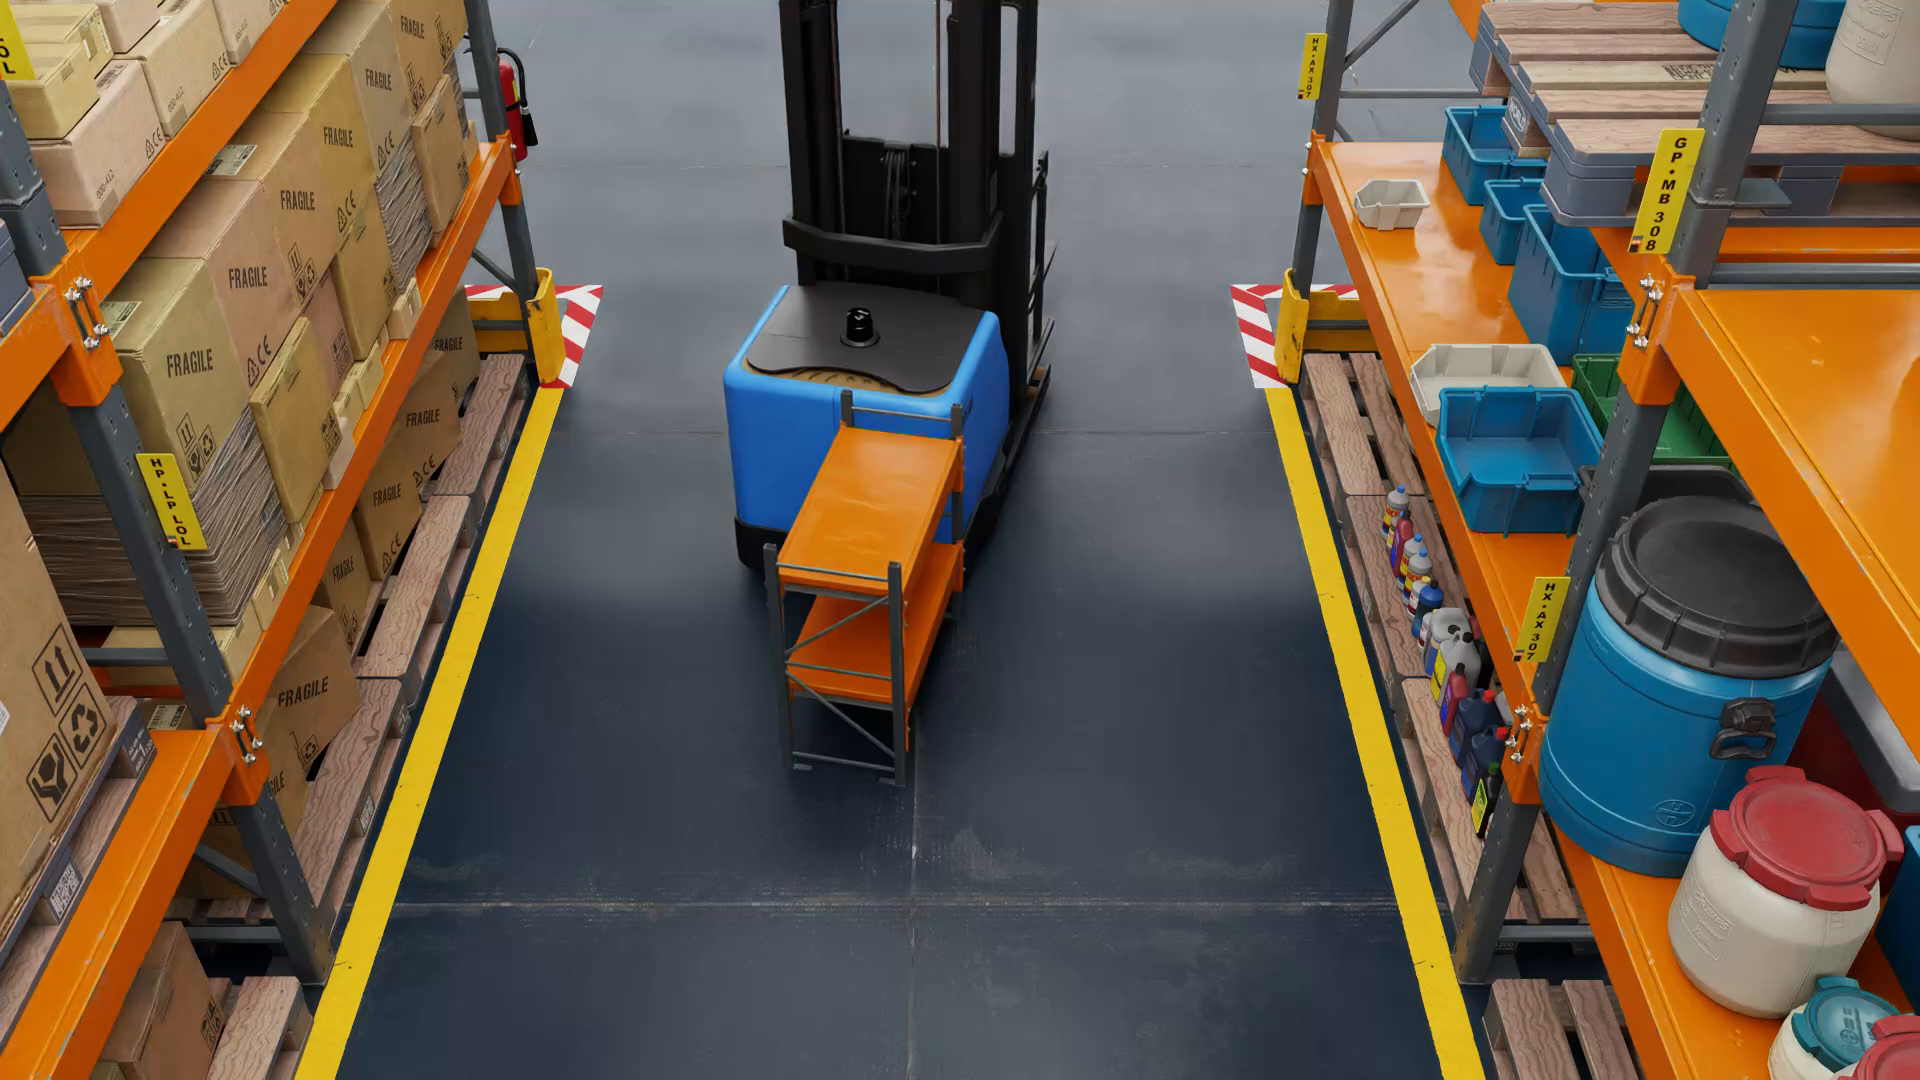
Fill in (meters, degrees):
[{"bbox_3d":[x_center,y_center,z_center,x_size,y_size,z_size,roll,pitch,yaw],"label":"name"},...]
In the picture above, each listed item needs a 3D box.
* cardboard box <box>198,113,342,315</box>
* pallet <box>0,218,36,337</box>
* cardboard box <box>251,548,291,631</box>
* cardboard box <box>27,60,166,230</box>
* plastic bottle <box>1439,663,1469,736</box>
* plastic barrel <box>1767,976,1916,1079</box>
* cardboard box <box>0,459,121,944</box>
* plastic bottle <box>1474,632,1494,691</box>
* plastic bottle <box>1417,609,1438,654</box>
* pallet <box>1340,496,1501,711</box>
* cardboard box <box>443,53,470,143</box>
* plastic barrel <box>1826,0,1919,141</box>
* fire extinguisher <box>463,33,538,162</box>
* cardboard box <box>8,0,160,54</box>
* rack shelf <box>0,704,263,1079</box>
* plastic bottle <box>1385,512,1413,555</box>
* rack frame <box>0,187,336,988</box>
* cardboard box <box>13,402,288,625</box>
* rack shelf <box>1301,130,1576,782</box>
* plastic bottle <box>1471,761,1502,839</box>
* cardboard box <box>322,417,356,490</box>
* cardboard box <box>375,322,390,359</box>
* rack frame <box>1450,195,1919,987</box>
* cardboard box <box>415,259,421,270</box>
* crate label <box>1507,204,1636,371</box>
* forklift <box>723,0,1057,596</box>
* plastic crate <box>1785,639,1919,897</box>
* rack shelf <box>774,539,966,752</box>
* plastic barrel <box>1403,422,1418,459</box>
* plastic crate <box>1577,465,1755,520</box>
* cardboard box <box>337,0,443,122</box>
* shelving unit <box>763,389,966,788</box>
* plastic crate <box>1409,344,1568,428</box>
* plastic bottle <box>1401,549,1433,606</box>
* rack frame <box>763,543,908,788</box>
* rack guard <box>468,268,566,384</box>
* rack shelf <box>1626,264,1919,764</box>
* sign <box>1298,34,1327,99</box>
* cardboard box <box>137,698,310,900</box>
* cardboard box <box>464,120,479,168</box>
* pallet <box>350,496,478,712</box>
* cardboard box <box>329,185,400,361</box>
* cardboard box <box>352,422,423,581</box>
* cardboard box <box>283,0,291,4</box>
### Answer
[{"bbox_3d":[-2.461,-1.100,5.607,0.500,0.500,0.500,0,39,0],"label":"cardboard box"},{"bbox_3d":[-2.818,-0.359,3.551,1.213,0.211,1.003,0,39,0],"label":"pallet"},{"bbox_3d":[-2.399,0.159,5.354,0.380,0.149,0.250,0,39,0],"label":"cardboard box"},{"bbox_3d":[-2.457,-1.042,4.373,0.500,0.250,0.500,-1,39,-2],"label":"cardboard box"},{"bbox_3d":[1.910,0.612,6.408,0.061,0.283,0.133,2,39,3],"label":"plastic bottle"},{"bbox_3d":[2.089,1.230,3.927,0.301,0.262,0.301,0,39,0],"label":"plastic barrel"},{"bbox_3d":[-2.851,0.451,3.973,1.000,1.000,1.000,0,39,0],"label":"cardboard box"},{"bbox_3d":[2.054,0.496,6.553,0.061,0.283,0.133,0,39,0],"label":"plastic bottle"},{"bbox_3d":[1.927,0.369,6.777,0.097,0.201,0.097,0,39,0],"label":"plastic bottle"},{"bbox_3d":[2.277,0.252,7.267,1.003,0.211,1.213,0,39,0],"label":"pallet"},{"bbox_3d":[-2.744,-1.961,7.480,0.875,0.500,0.500,0,39,0],"label":"cardboard box"},{"bbox_3d":[2.437,-1.299,4.149,0.421,0.512,0.421,0,39,0],"label":"plastic barrel"},{"bbox_3d":[-2.256,-2.191,8.148,0.296,0.674,0.183,0,39,0],"label":"fire extinguisher"},{"bbox_3d":[-2.452,-1.456,4.571,0.380,0.149,0.250,0,39,0],"label":"cardboard box"},{"bbox_3d":[-2.710,1.883,3.577,1.077,0.370,4.000,0,39,0],"label":"rack shelf"},{"bbox_3d":[1.927,-0.034,7.280,0.097,0.201,0.097,0,39,0],"label":"plastic bottle"},{"bbox_3d":[-2.712,0.352,4.912,1.000,3.000,0.127,0,39,0],"label":"rack frame"},{"bbox_3d":[-2.651,-0.085,5.139,0.875,0.500,0.500,0,39,0],"label":"cardboard box"},{"bbox_3d":[2.238,-0.622,6.702,1.077,0.370,4.000,0,39,0],"label":"rack shelf"},{"bbox_3d":[1.910,0.936,6.004,0.061,0.283,0.133,2,39,2],"label":"plastic bottle"},{"bbox_3d":[-2.396,-0.310,5.939,0.380,0.149,0.250,0,39,0],"label":"cardboard box"},{"bbox_3d":[-2.473,-0.779,6.524,0.380,0.149,0.250,0,39,0],"label":"cardboard box"},{"bbox_3d":[2.241,0.348,4.917,1.000,3.000,0.127,0,39,0],"label":"rack frame"},{"bbox_3d":[-2.515,-1.248,7.110,0.380,0.149,0.250,0,39,0],"label":"cardboard box"},{"bbox_3d":[2.509,-1.016,6.591,0.502,0.435,0.616,0,39,0],"label":"crate label"},{"bbox_3d":[-0.151,-1.815,7.671,1.130,2.935,3.031,9,40,11],"label":"forklift"},{"bbox_3d":[2.547,0.626,4.519,0.402,0.464,0.583,0,39,0],"label":"plastic crate"},{"bbox_3d":[-0.344,0.374,6.775,0.538,0.278,1.000,8,39,10],"label":"rack shelf"},{"bbox_3d":[2.314,-0.621,7.780,0.421,0.512,0.421,0,39,0],"label":"plastic barrel"},{"bbox_3d":[2.367,0.045,5.345,0.767,0.338,0.504,0,39,0],"label":"plastic crate"},{"bbox_3d":[-2.463,-2.038,6.778,0.500,0.500,0.500,0,39,0],"label":"cardboard box"},{"bbox_3d":[-0.344,0.183,6.622,0.538,1.125,1.048,8,39,10],"label":"shelving unit"},{"bbox_3d":[1.985,-0.564,6.266,0.530,0.136,0.437,0,39,0],"label":"plastic crate"},{"bbox_3d":[1.927,0.151,6.993,0.097,0.271,0.097,0,39,0],"label":"plastic bottle"},{"bbox_3d":[-0.454,0.493,6.235,0.500,1.125,0.032,8,39,10],"label":"rack frame"},{"bbox_3d":[-2.717,-1.127,8.756,1.175,0.500,0.348,0,39,0],"label":"rack guard"},{"bbox_3d":[2.243,0.709,2.643,1.077,0.370,4.000,0,39,0],"label":"rack shelf"},{"bbox_3d":[1.686,-2.263,7.954,0.100,0.325,0.005,0,39,0],"label":"sign"},{"bbox_3d":[-2.673,0.913,5.875,0.500,0.500,0.500,-1,39,-1],"label":"cardboard box"},{"bbox_3d":[-2.510,-1.873,7.890,0.380,0.149,0.250,0,39,0],"label":"cardboard box"},{"bbox_3d":[-2.753,0.255,7.263,1.003,0.211,1.213,0,39,0],"label":"pallet"},{"bbox_3d":[-2.677,-1.023,6.310,0.875,0.500,0.500,0,39,0],"label":"cardboard box"},{"bbox_3d":[-2.716,-0.182,7.242,0.500,0.500,0.500,3,39,4],"label":"cardboard box"},{"bbox_3d":[-2.461,-2.013,5.585,0.500,0.250,0.500,-1,39,-1],"label":"cardboard box"}]
